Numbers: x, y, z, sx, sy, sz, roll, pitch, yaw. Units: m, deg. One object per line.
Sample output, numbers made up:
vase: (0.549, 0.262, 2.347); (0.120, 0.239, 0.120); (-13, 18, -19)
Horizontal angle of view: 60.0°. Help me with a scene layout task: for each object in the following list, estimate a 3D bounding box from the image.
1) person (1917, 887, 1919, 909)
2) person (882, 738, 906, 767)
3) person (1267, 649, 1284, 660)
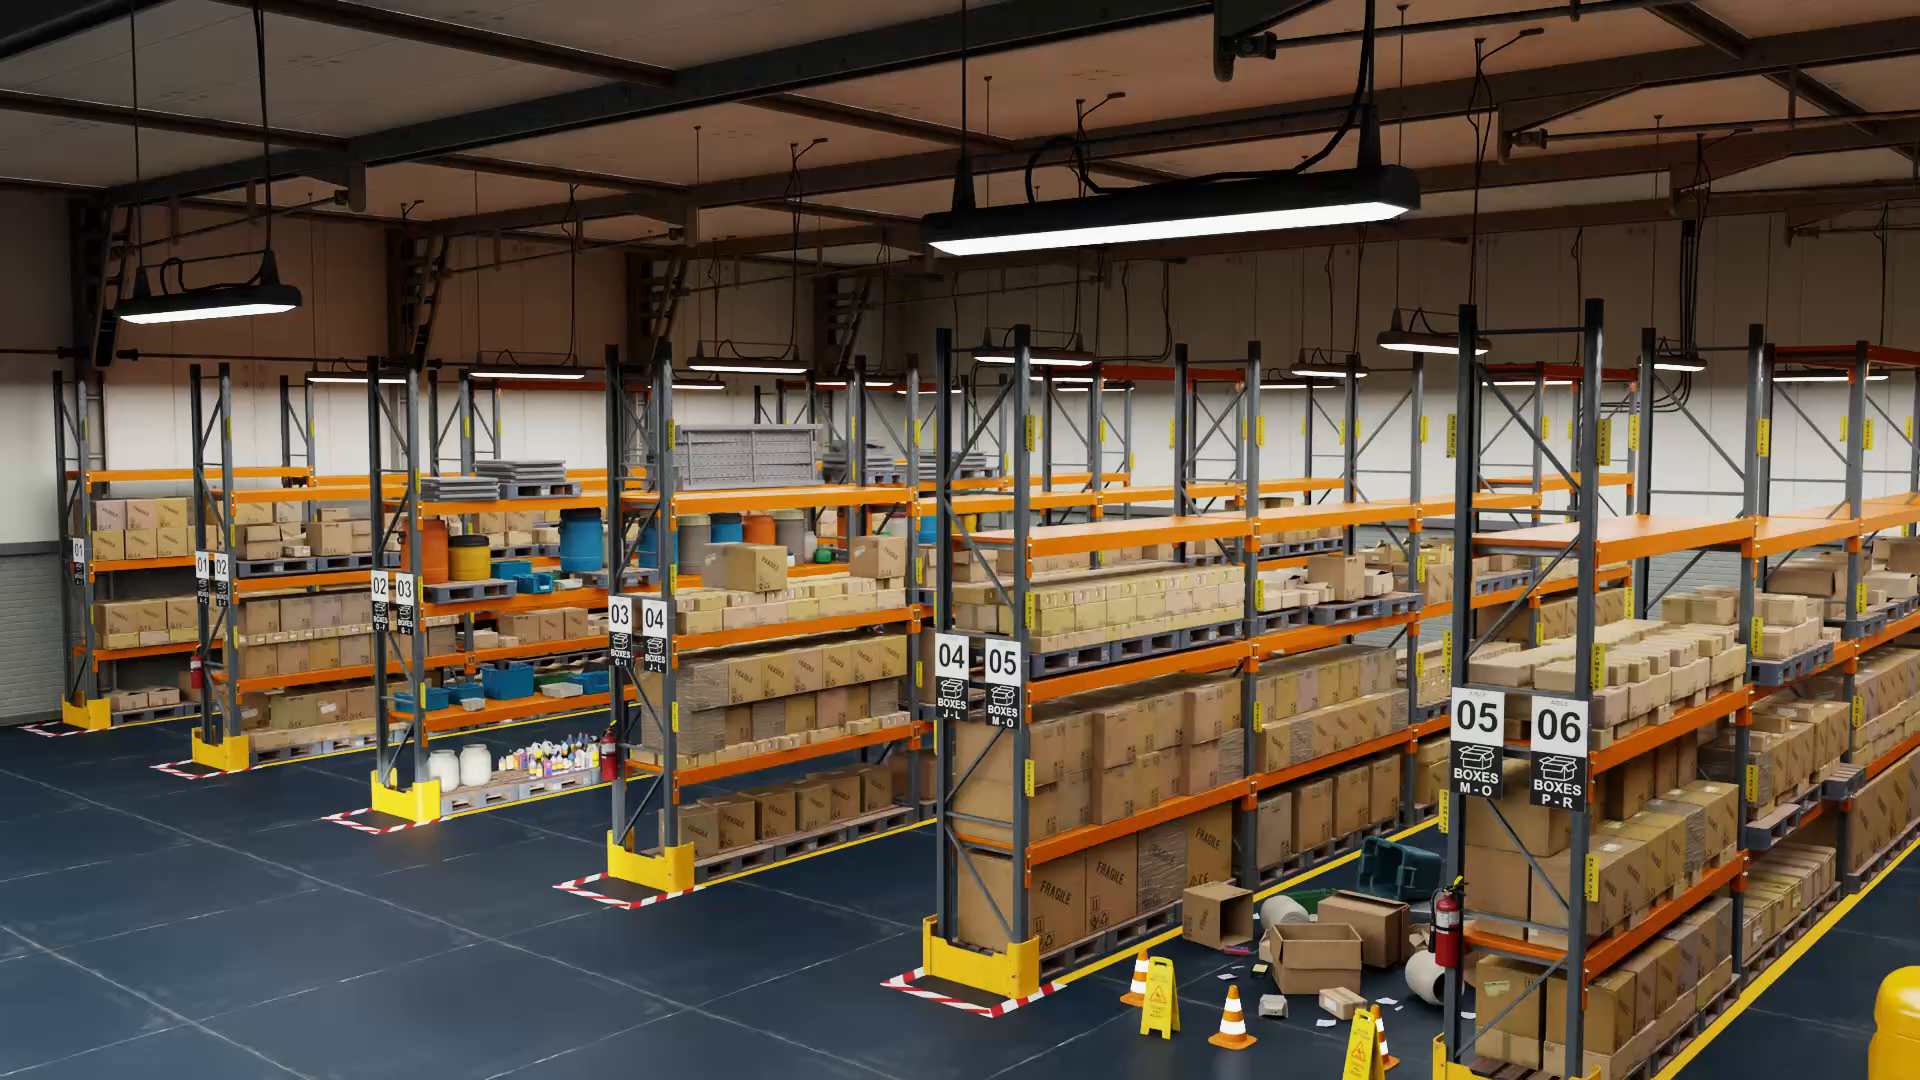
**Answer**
person: (8.759, 3.292, 14.691); (0.554, 1.645, 0.743); (3, 5, 37)
person: (-0.975, 2.584, 24.262); (0.377, 1.713, 0.597); (3, 5, 36)
person: (4.773, 2.456, 25.439); (0.630, 1.802, 0.490); (-1, 4, -15)
